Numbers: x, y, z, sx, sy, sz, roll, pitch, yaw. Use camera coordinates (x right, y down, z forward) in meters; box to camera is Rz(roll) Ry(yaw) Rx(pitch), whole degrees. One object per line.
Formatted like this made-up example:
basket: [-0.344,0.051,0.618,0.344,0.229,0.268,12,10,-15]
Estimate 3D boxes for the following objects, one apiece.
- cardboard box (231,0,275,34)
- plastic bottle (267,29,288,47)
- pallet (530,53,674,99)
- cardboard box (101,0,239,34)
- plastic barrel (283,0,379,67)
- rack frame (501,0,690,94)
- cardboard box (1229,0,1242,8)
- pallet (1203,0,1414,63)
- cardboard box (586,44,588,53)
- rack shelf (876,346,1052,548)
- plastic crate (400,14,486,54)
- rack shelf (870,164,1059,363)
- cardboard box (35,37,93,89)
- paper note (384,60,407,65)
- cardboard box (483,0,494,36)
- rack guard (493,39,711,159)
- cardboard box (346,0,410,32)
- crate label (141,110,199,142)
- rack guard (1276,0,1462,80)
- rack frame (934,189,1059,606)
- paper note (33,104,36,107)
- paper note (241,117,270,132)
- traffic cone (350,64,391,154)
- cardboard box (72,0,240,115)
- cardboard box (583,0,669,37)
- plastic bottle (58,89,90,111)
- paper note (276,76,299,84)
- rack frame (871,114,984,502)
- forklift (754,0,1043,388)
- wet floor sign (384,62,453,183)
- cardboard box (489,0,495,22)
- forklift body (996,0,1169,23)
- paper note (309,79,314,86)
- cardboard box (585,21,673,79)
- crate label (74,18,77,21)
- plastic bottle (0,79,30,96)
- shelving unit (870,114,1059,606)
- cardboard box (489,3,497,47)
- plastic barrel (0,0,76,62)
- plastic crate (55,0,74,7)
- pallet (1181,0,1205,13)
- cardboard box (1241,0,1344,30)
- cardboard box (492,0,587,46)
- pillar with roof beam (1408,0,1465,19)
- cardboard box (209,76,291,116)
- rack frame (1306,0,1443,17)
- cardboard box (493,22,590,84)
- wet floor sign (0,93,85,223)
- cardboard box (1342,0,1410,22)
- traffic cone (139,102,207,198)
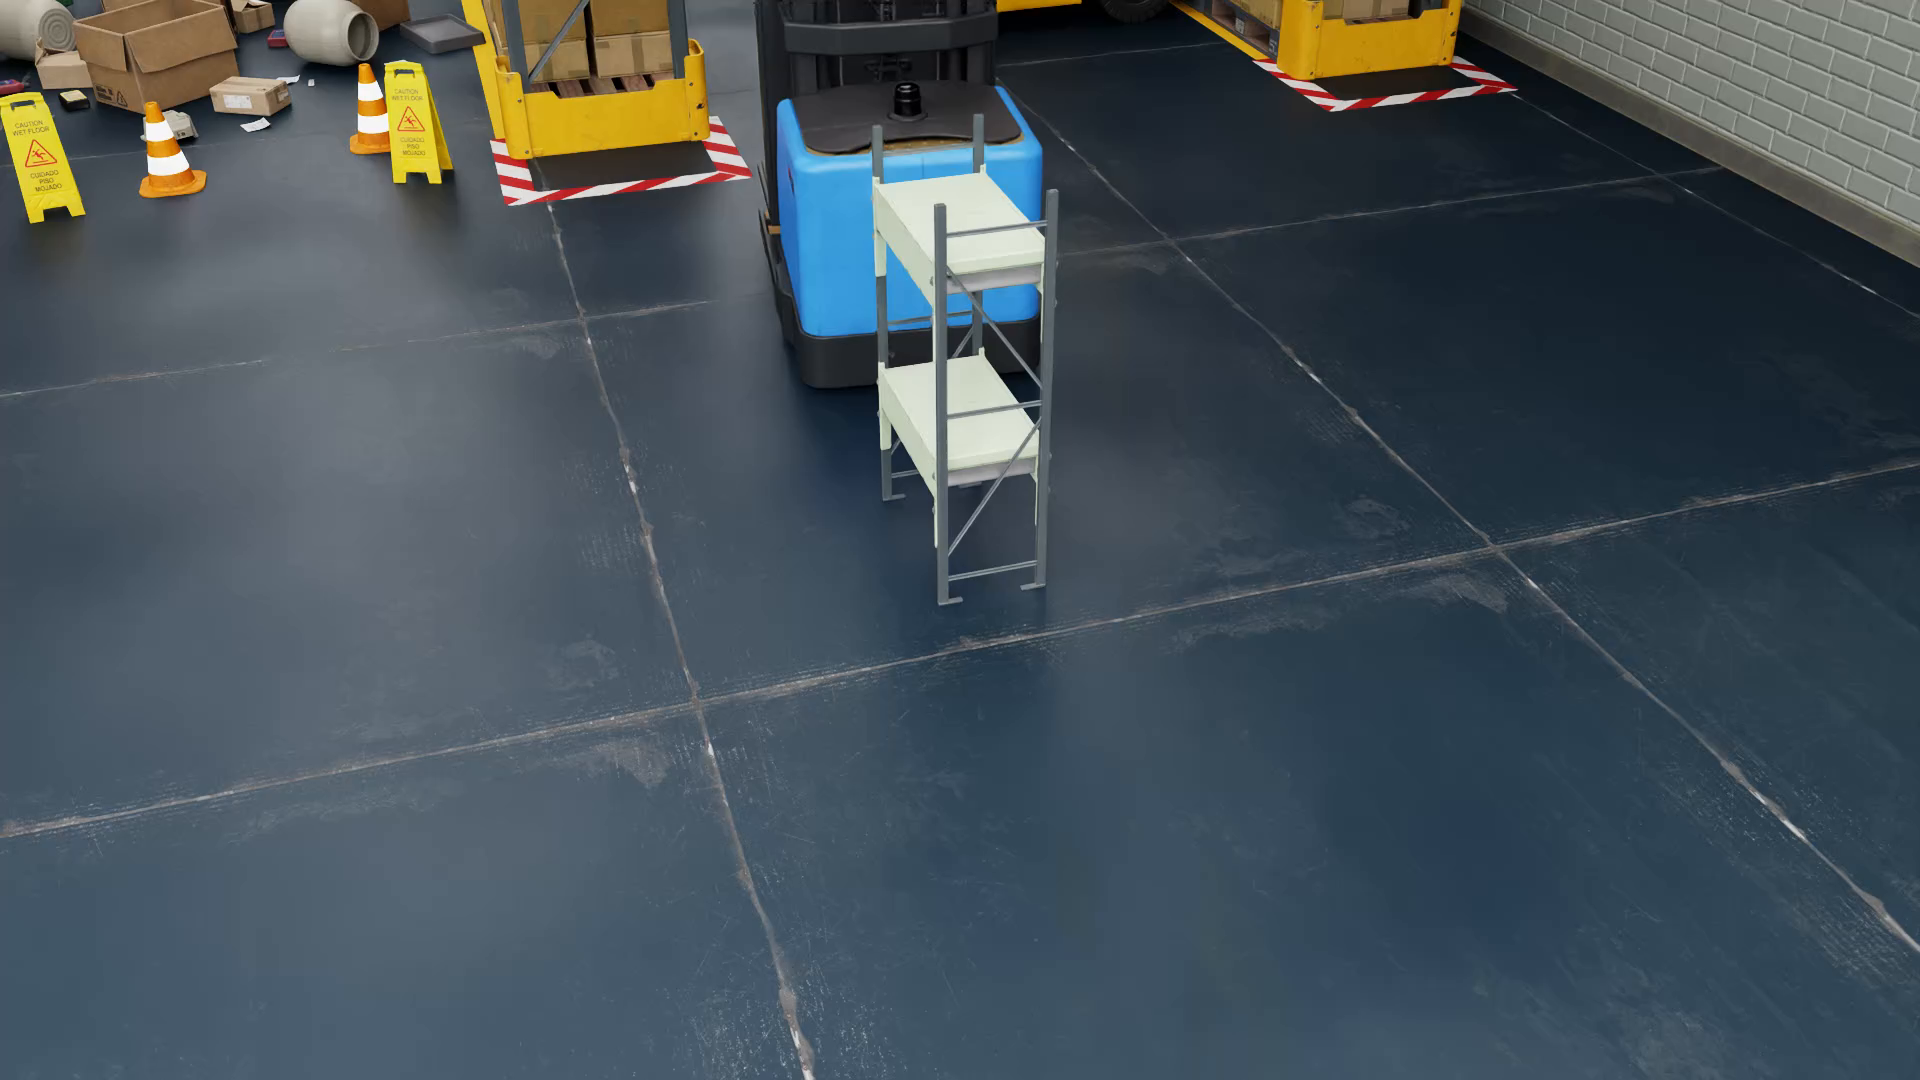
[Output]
cardboard box: [-5.068,-3.750,11.684,0.396,0.266,0.258,19,38,26]
plastic bottle: [-4.665,-3.460,11.431,0.133,0.061,0.283,-4,34,-6]
pallet: [-2.290,-2.888,10.429,1.003,0.211,1.213,-10,35,-15]
cardboard box: [-5.292,-3.580,11.088,0.797,0.637,0.503,-10,35,-15]
plastic barrel: [-4.124,-3.334,10.911,0.512,0.421,0.421,13,36,18]
rack frame: [-2.052,-3.579,8.945,1.000,3.000,0.127,-10,35,-15]
cardboard box: [2.087,-3.900,11.544,0.500,0.250,0.500,-10,35,-15]
pallet: [2.401,-3.647,11.577,1.003,0.211,1.213,-10,35,-15]
cardboard box: [-2.184,-3.346,10.706,0.500,0.250,0.500,-9,34,-13]
rack shelf: [0.002,-0.350,6.011,0.431,0.370,0.720,-10,35,-15]
plastic crate: [-3.574,-3.499,11.472,0.402,0.080,0.583,-23,40,-31]
rack shelf: [0.002,-0.948,5.616,0.431,0.370,0.720,-10,35,-15]
cardboard box: [-5.677,-3.060,10.640,0.396,0.266,0.258,-4,34,-6]
paper note: [-3.716,-3.152,10.993,0.142,0.019,0.148,-23,40,-31]
cardboard box: [-2.871,-3.533,10.989,0.500,0.250,0.500,-11,35,-16]
rack guard: [-2.076,-2.576,9.695,1.175,0.500,0.348,-10,35,-15]
cardboard box: [-4.241,-3.846,11.614,0.500,0.500,0.500,13,36,18]
crate label: [-4.664,-2.431,9.804,0.298,0.136,0.250,27,42,34]
rack guard: [2.681,-3.360,10.881,1.175,0.500,0.348,-10,35,-15]
rack frame: [0.114,-0.430,5.540,0.400,1.500,0.023,-10,35,-15]
paper note: [-5.754,-2.685,10.304,0.032,0.001,0.123,7,34,10]
paper note: [-4.236,-2.502,10.008,0.148,0.019,0.142,-23,40,-31]
traffic cone: [-3.412,-2.529,9.658,0.336,0.463,0.334,-10,35,-15]
cardboard box: [-4.999,-3.034,10.385,0.637,0.503,0.797,19,38,26]
cardboard box: [-2.043,-3.402,10.111,0.500,0.500,0.500,-11,35,-16]
plastic bottle: [-5.522,-2.743,10.346,0.133,0.061,0.283,-23,40,-31]
paper note: [-4.353,-2.968,10.724,0.148,0.019,0.142,1,33,2]
rack frame: [-0.110,-0.814,6.122,0.400,1.500,0.023,-10,35,-15]
forklift: [-0.423,-2.673,7.636,1.130,2.935,3.031,-6,34,-9]
wet floor sign: [-3.013,-2.317,9.171,0.267,0.644,0.232,1,33,2]
cardboard box: [-2.707,-3.570,10.365,0.500,0.500,0.500,-9,34,-13]
forklift body: [0.358,-4.750,11.488,2.313,2.155,1.214,-10,35,-15]
paper note: [-4.171,-2.942,10.693,0.032,0.001,0.123,-10,35,-15]
cardboard box: [-2.035,-3.077,10.299,0.500,0.250,0.500,-10,35,-15]
crate label: [-6.226,-3.518,11.449,0.250,0.136,0.298,19,38,26]
plastic bottle: [-6.051,-2.862,10.525,0.283,0.061,0.133,-23,40,-31]
shelving unit: [0.002,-0.622,5.831,0.431,1.500,0.755,-10,35,-15]
cardboard box: [-2.706,-3.259,10.575,0.500,0.250,0.500,-10,35,-15]
plastic barrel: [-6.149,-3.381,10.983,0.512,0.421,0.421,13,36,18]
plastic crate: [-6.655,-3.773,11.738,0.450,0.188,0.662,-2,32,16]
pallet: [2.032,-4.286,12.545,1.003,0.211,1.213,-10,35,-15]
cardboard box: [2.229,-3.637,11.147,0.500,0.250,0.500,-10,35,-14]
cardboard box: [-2.545,-3.297,9.951,0.500,0.500,0.500,-10,35,-14]
pillar with roof beam: [-0.780,-6.712,8.244,9.100,9.000,0.400,-10,35,-15]
cardboard box: [-4.376,-2.738,10.258,0.380,0.149,0.250,7,34,10]
rack frame: [2.674,-4.416,10.211,1.000,3.000,0.127,-10,35,-15]
cardboard box: [-2.562,-2.999,10.180,0.500,0.250,0.500,-10,35,-15]
wet floor sign: [-4.841,-2.029,8.735,0.267,0.644,0.232,-16,37,-23]
cardboard box: [2.710,-3.734,11.294,0.500,0.250,0.500,-10,35,-15]
traffic cone: [-4.365,-2.164,9.105,0.336,0.463,0.334,-10,35,-15]
